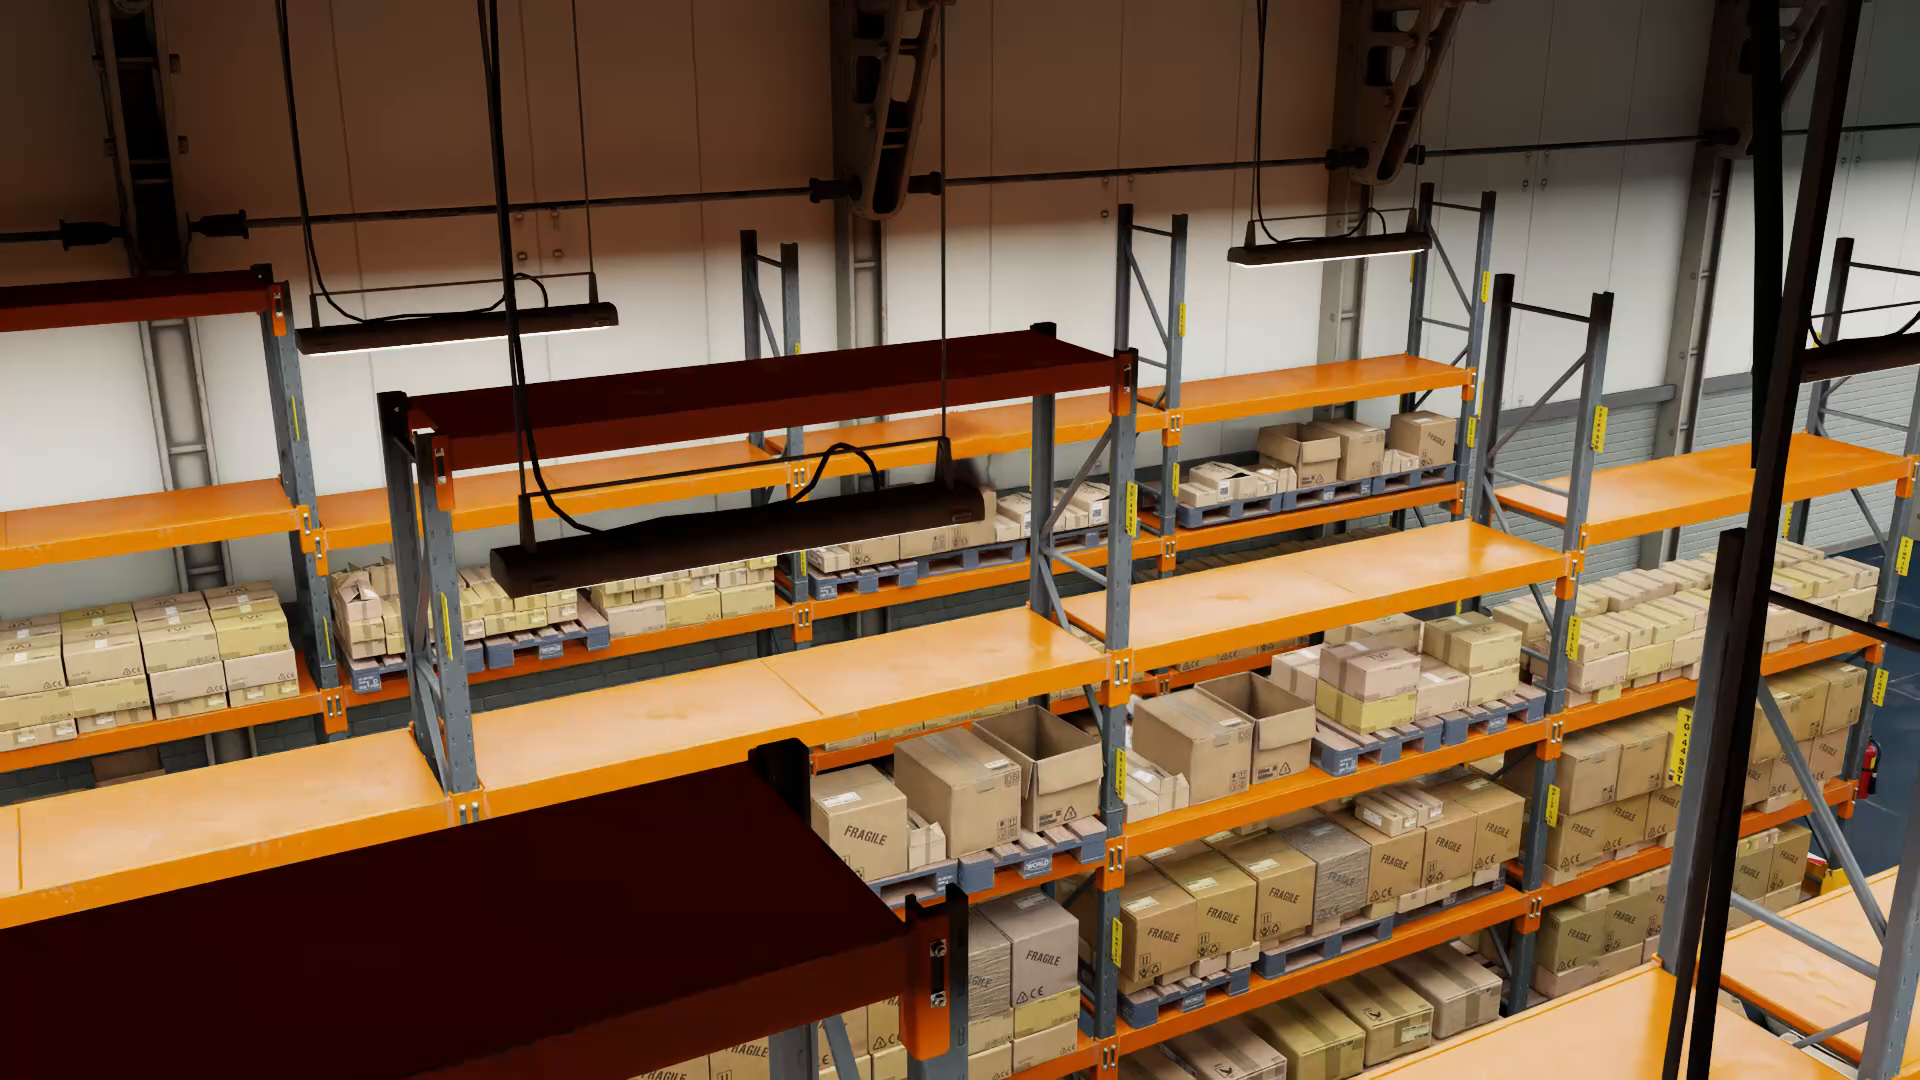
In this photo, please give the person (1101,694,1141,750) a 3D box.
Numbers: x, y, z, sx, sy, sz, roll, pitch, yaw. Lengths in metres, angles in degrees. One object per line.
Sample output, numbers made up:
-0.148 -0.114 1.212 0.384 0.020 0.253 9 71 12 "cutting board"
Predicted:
1.434 2.200 15.142 0.491 1.773 0.599 0 18 0 "person"
